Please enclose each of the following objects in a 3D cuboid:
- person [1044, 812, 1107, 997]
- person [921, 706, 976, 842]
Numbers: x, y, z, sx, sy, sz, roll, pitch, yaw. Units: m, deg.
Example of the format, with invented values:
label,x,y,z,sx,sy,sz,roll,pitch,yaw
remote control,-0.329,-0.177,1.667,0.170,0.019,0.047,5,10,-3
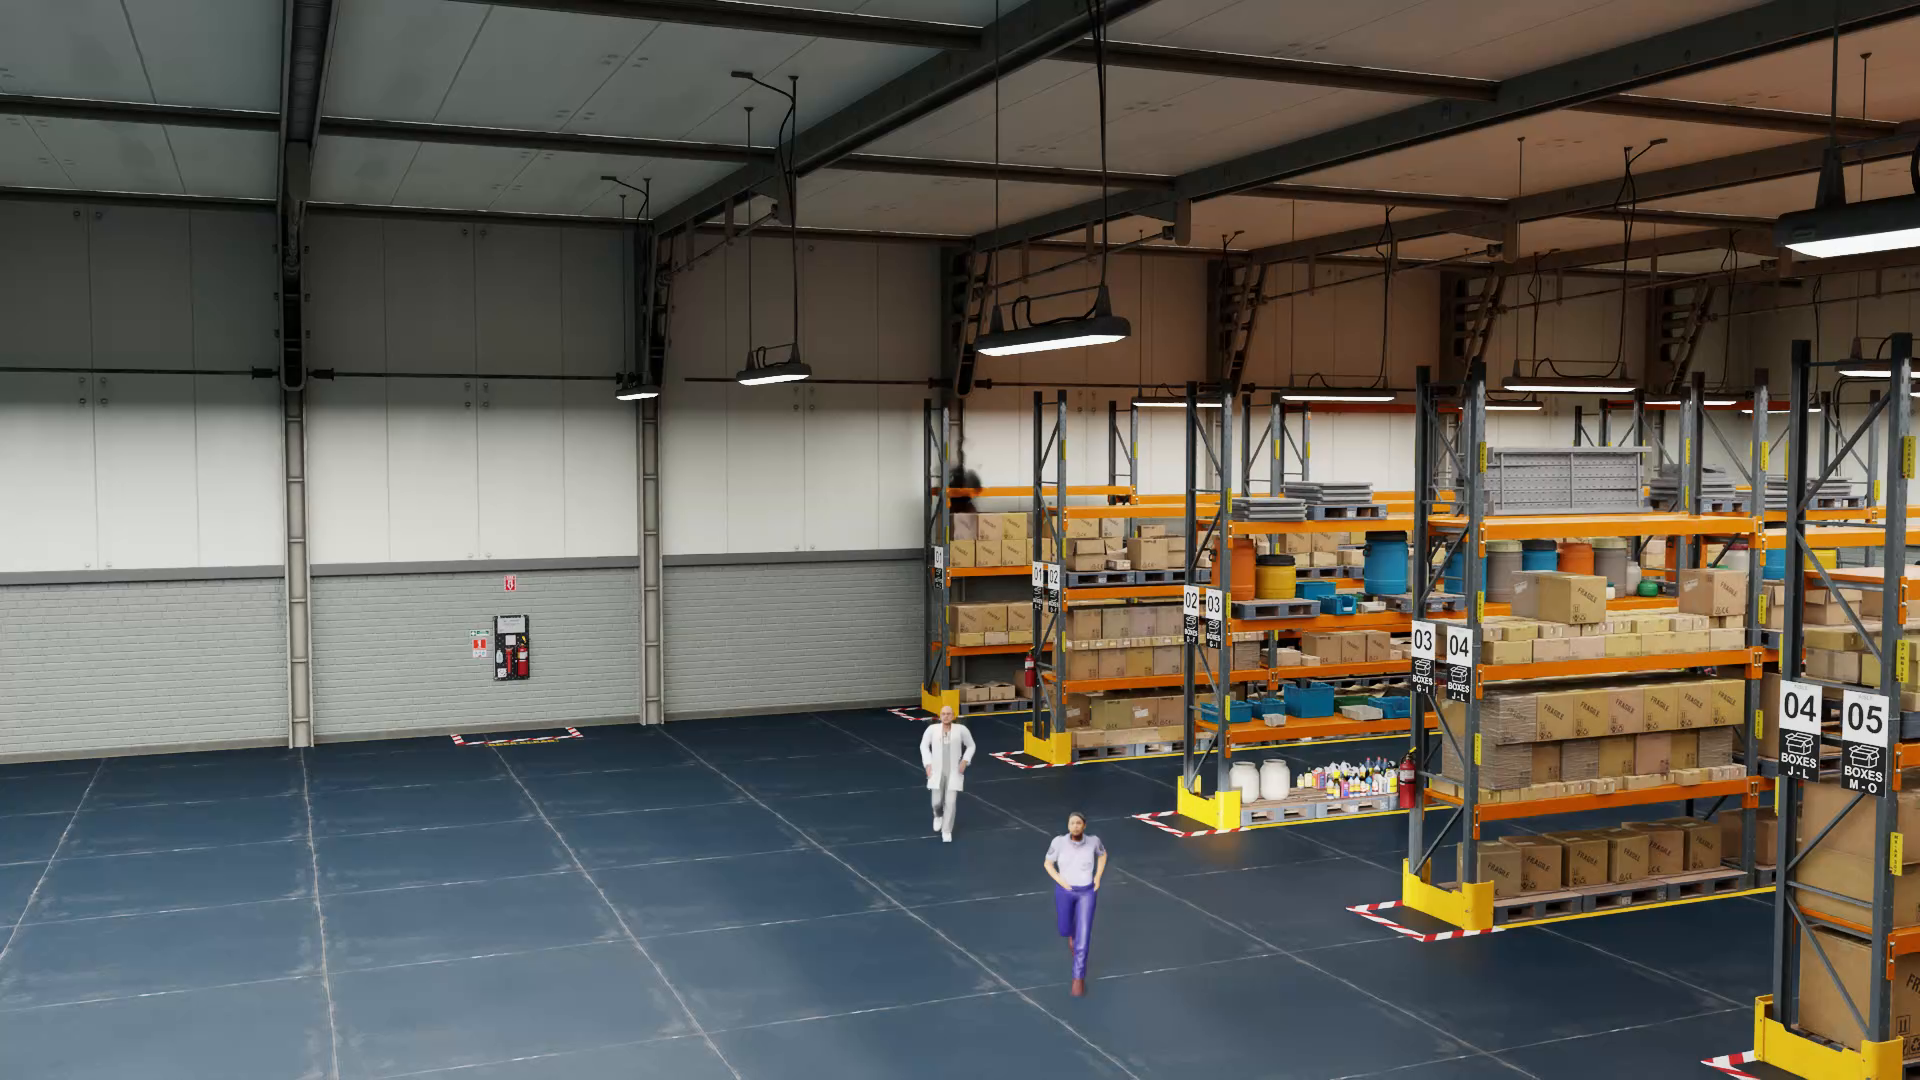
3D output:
label,x,y,z,sx,sy,sz,roll,pitch,yaw
person,1.101,3.423,15.994,0.576,1.654,1.089,1,3,13
person,-0.156,3.024,21.650,0.730,1.747,0.573,0,3,3
